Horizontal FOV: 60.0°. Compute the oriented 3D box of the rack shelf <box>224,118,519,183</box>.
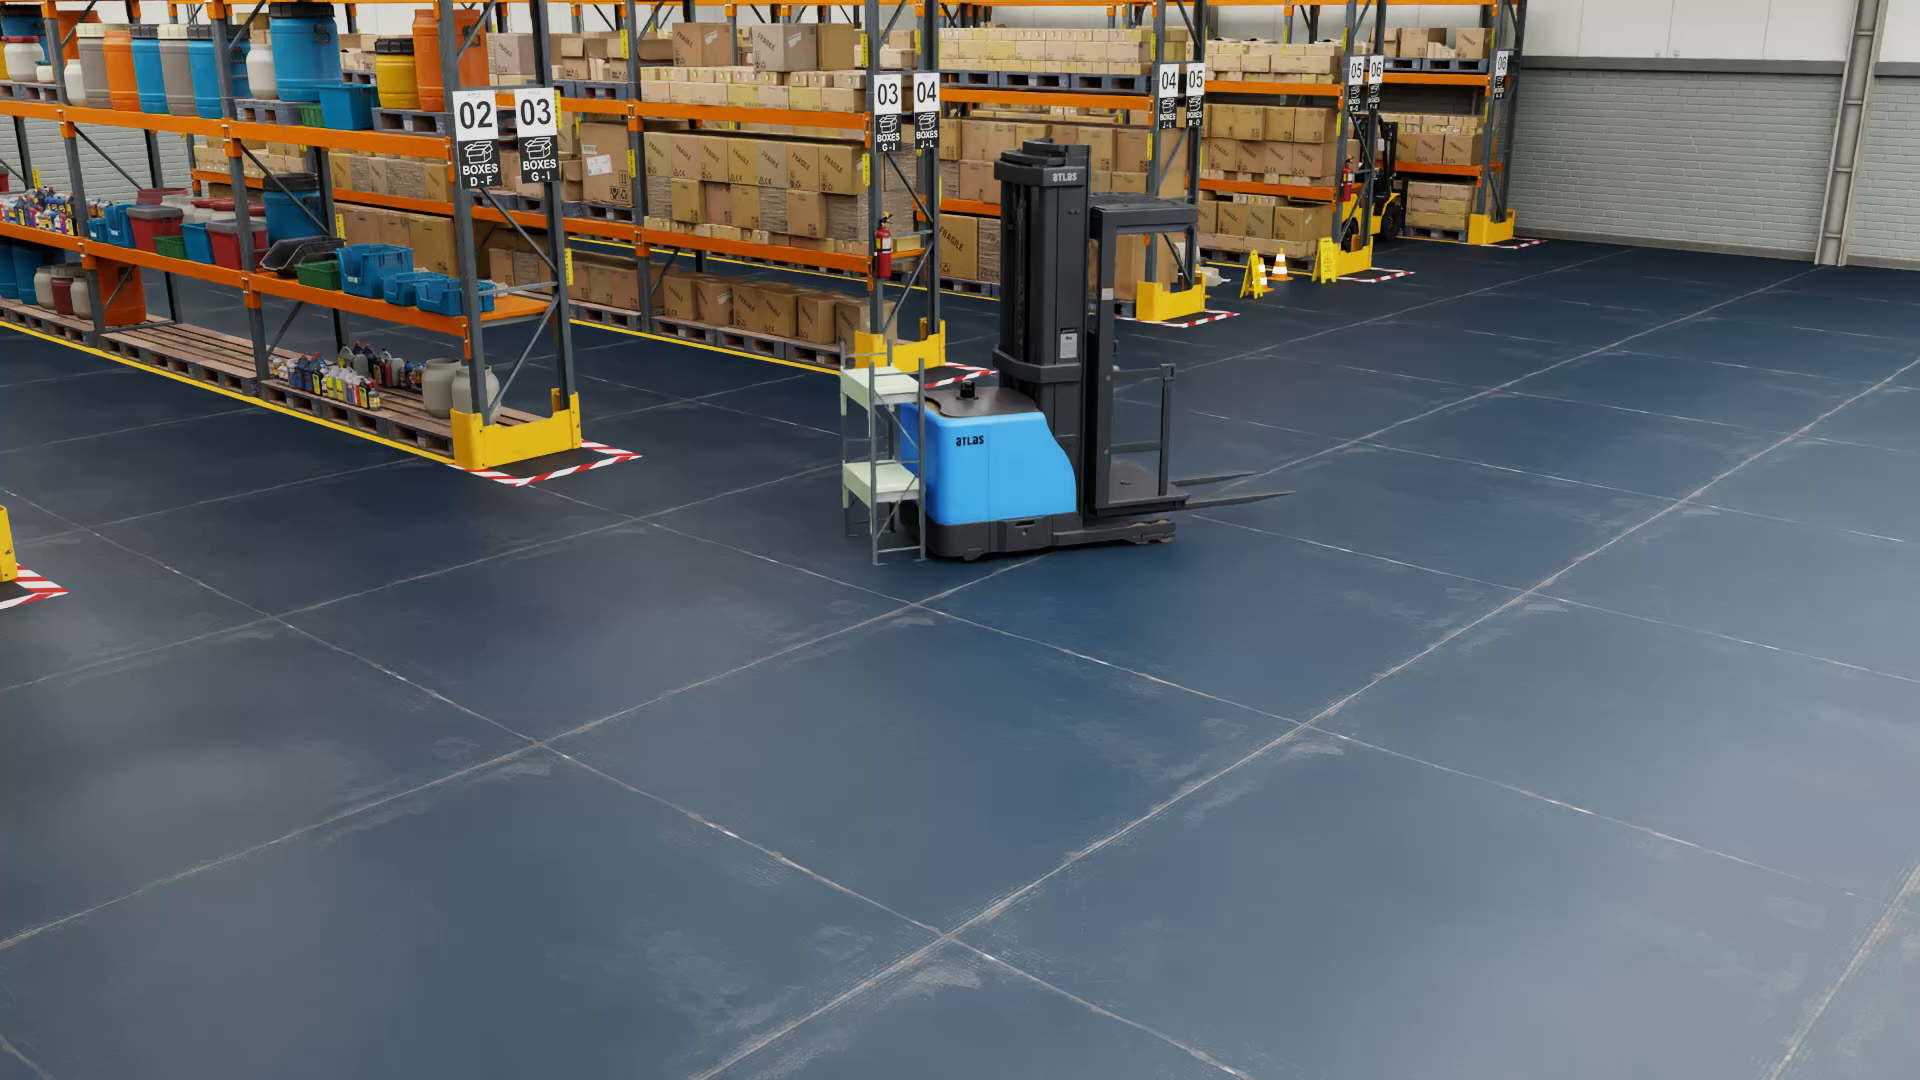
[{"bbox_3d":[-5.385,-3.680,15.478,4.000,0.370,1.077,15,23,39],"label":"rack shelf"}]

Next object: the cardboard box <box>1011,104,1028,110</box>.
[{"bbox_3d":[1.480,-8.926,34.918,0.500,0.500,0.700,15,23,39],"label":"cardboard box"}]

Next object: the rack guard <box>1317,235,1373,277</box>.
[{"bbox_3d":[5.919,-4.378,25.580,0.348,0.500,1.175,15,23,39],"label":"rack guard"}]

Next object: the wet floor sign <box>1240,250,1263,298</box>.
[{"bbox_3d":[4.102,-3.734,23.310,0.232,0.644,0.267,11,20,30],"label":"wet floor sign"}]

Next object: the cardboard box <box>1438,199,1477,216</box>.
[{"bbox_3d":[8.697,-5.833,29.057,0.500,0.250,0.500,15,23,39],"label":"cardboard box"}]

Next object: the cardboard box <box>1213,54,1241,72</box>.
[{"bbox_3d":[4.269,-7.401,25.771,0.500,0.250,0.500,15,23,40],"label":"cardboard box"}]

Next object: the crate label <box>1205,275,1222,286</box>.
[{"bbox_3d":[3.687,-3.809,24.386,0.298,0.136,0.250,4,18,11],"label":"crate label"}]

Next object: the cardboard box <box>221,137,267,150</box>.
[{"bbox_3d":[-11.624,-6.592,26.940,0.500,0.500,0.500,14,23,38],"label":"cardboard box"}]

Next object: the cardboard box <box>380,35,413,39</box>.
[{"bbox_3d":[-7.793,-6.855,23.436,0.500,0.500,0.500,17,24,42],"label":"cardboard box"}]

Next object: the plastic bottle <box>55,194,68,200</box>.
[{"bbox_3d":[-11.604,-4.334,21.515,0.135,0.276,0.152,15,23,39],"label":"plastic bottle"}]

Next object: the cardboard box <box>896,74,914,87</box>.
[{"bbox_3d":[-0.654,-4.968,17.937,0.250,0.149,0.380,15,23,39],"label":"cardboard box"}]

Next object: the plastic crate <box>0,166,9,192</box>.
[{"bbox_3d":[-13.366,-4.896,22.875,0.583,0.464,0.402,15,23,39],"label":"plastic crate"}]

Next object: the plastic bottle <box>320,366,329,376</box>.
[{"bbox_3d":[-6.277,-1.589,16.442,0.097,0.271,0.097,0,18,0],"label":"plastic bottle"}]

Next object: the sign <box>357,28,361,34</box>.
[{"bbox_3d":[-9.224,-7.672,25.494,0.005,0.325,0.100,15,23,39],"label":"sign"}]

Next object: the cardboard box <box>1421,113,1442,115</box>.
[{"bbox_3d":[8.390,-7.503,29.564,0.250,0.149,0.380,16,24,41],"label":"cardboard box"}]

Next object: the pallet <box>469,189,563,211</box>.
[{"bbox_3d":[-5.982,-4.708,22.804,1.003,0.211,1.213,15,23,39],"label":"pallet"}]

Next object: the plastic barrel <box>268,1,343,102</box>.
[{"bbox_3d":[-6.208,-4.639,15.790,0.708,0.901,0.600,15,23,39],"label":"plastic barrel"}]

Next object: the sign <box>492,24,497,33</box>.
[{"bbox_3d":[-8.818,-9.600,31.479,0.005,0.325,0.100,15,23,39],"label":"sign"}]

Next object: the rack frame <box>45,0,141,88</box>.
[{"bbox_3d":[-9.873,-6.657,18.712,0.127,3.000,1.000,15,23,39],"label":"rack frame"}]

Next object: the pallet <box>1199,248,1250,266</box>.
[{"bbox_3d":[4.427,-4.656,26.935,1.213,0.211,1.003,15,23,39],"label":"pallet"}]

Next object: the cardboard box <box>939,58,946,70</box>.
[{"bbox_3d":[-0.179,-6.625,23.125,0.250,0.149,0.380,15,23,38],"label":"cardboard box"}]

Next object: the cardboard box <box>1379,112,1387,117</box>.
[{"bbox_3d":[7.532,-7.562,29.750,0.250,0.149,0.380,15,23,39],"label":"cardboard box"}]

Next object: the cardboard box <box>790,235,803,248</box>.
[{"bbox_3d":[-1.696,-3.405,18.797,0.250,0.149,0.380,15,23,39],"label":"cardboard box"}]

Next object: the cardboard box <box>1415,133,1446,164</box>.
[{"bbox_3d":[8.344,-6.871,29.139,0.500,0.500,0.500,16,24,41],"label":"cardboard box"}]

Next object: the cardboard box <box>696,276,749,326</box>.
[{"bbox_3d":[-2.887,-2.921,20.296,0.500,0.500,0.500,-10,20,-28],"label":"cardboard box"}]

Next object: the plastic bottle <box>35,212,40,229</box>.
[{"bbox_3d":[-11.215,-3.898,20.264,0.097,0.201,0.097,0,18,0],"label":"plastic bottle"}]

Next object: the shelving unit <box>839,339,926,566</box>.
[{"bbox_3d":[-0.569,-0.652,12.188,0.431,1.500,0.755,-6,19,-19],"label":"shelving unit"}]

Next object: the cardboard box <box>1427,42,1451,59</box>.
[{"bbox_3d":[8.257,-8.440,28.651,0.258,0.266,0.396,15,23,39],"label":"cardboard box"}]

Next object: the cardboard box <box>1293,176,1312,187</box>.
[{"bbox_3d":[5.291,-5.487,25.357,0.250,0.149,0.380,15,23,39],"label":"cardboard box"}]

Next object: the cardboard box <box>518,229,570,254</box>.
[{"bbox_3d":[-5.661,-4.062,22.618,0.500,0.250,0.500,-15,23,-40],"label":"cardboard box"}]

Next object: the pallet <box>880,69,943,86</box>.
[{"bbox_3d":[-0.944,-6.728,24.212,1.217,0.209,0.805,14,22,37],"label":"pallet"}]

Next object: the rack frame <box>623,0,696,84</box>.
[{"bbox_3d":[-3.594,-6.975,19.712,0.127,3.000,1.000,15,23,39],"label":"rack frame"}]

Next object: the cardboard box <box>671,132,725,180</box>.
[{"bbox_3d":[-3.051,-4.533,19.627,0.500,0.500,0.500,15,23,39],"label":"cardboard box"}]

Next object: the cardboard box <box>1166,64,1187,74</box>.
[{"bbox_3d":[2.722,-6.113,21.512,0.250,0.149,0.380,15,23,40],"label":"cardboard box"}]

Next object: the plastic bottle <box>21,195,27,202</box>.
[{"bbox_3d":[-12.424,-4.468,22.060,0.097,0.201,0.097,0,18,0],"label":"plastic bottle"}]

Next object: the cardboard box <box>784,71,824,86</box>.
[{"bbox_3d":[-1.717,-5.077,18.281,0.250,0.149,0.380,15,23,40],"label":"cardboard box"}]

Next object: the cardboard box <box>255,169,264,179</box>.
[{"bbox_3d":[-10.984,-5.847,26.491,0.250,0.149,0.380,15,23,38],"label":"cardboard box"}]

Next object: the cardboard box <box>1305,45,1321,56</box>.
[{"bbox_3d":[5.360,-7.306,24.811,0.250,0.149,0.380,16,23,40],"label":"cardboard box"}]

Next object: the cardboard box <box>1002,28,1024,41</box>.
[{"bbox_3d":[0.774,-6.750,22.200,0.250,0.149,0.380,15,23,39],"label":"cardboard box"}]

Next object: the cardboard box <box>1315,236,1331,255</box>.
[{"bbox_3d":[5.556,-4.668,26.214,0.500,0.250,0.500,15,23,39],"label":"cardboard box"}]

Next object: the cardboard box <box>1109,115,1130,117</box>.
[{"bbox_3d":[2.824,-6.906,28.062,0.500,0.500,0.500,16,23,41],"label":"cardboard box"}]

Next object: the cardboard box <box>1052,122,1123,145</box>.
[{"bbox_3d":[1.713,-5.316,22.371,0.550,0.550,0.875,15,23,39],"label":"cardboard box"}]

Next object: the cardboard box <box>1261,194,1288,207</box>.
[{"bbox_3d":[4.885,-5.271,25.800,0.250,0.149,0.380,16,24,41],"label":"cardboard box"}]

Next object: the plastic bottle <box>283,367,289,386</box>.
[{"bbox_3d":[-6.782,-1.666,16.803,0.097,0.201,0.097,0,18,0],"label":"plastic bottle"}]

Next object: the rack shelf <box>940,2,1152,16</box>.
[{"bbox_3d":[1.489,-9.085,28.212,4.000,0.370,1.077,15,23,39],"label":"rack shelf"}]

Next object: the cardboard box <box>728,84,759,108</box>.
[{"bbox_3d":[-2.264,-5.014,18.740,0.500,0.250,0.500,15,23,38],"label":"cardboard box"}]

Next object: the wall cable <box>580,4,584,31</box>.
[{"bbox_3d":[-8.054,-13.515,40.258,0.133,3.039,2.988,15,23,39],"label":"wall cable"}]

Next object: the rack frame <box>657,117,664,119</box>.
[{"bbox_3d":[-5.991,-8.767,35.276,0.127,3.000,1.000,15,23,39],"label":"rack frame"}]

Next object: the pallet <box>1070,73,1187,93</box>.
[{"bbox_3d":[2.204,-5.948,21.583,1.213,0.211,1.003,15,23,39],"label":"pallet"}]

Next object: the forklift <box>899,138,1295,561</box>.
[{"bbox_3d":[1.103,-1.502,12.498,3.031,2.935,1.130,-6,19,-19],"label":"forklift"}]

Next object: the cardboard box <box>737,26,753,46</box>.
[{"bbox_3d":[-4.029,-9.954,33.028,0.797,0.503,0.637,-16,24,-41],"label":"cardboard box"}]

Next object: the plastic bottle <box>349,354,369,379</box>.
[{"bbox_3d":[-6.144,-1.765,16.989,0.135,0.276,0.152,15,23,39],"label":"plastic bottle"}]

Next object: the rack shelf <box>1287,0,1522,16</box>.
[{"bbox_3d":[7.772,-9.405,29.222,4.000,0.370,1.077,15,23,39],"label":"rack shelf"}]

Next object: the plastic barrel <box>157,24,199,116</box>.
[{"bbox_3d":[-7.895,-4.848,17.140,0.600,0.901,0.600,0,18,0],"label":"plastic barrel"}]

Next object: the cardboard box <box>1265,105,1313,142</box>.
[{"bbox_3d":[5.076,-6.377,25.435,0.500,0.500,0.700,15,23,40],"label":"cardboard box"}]
